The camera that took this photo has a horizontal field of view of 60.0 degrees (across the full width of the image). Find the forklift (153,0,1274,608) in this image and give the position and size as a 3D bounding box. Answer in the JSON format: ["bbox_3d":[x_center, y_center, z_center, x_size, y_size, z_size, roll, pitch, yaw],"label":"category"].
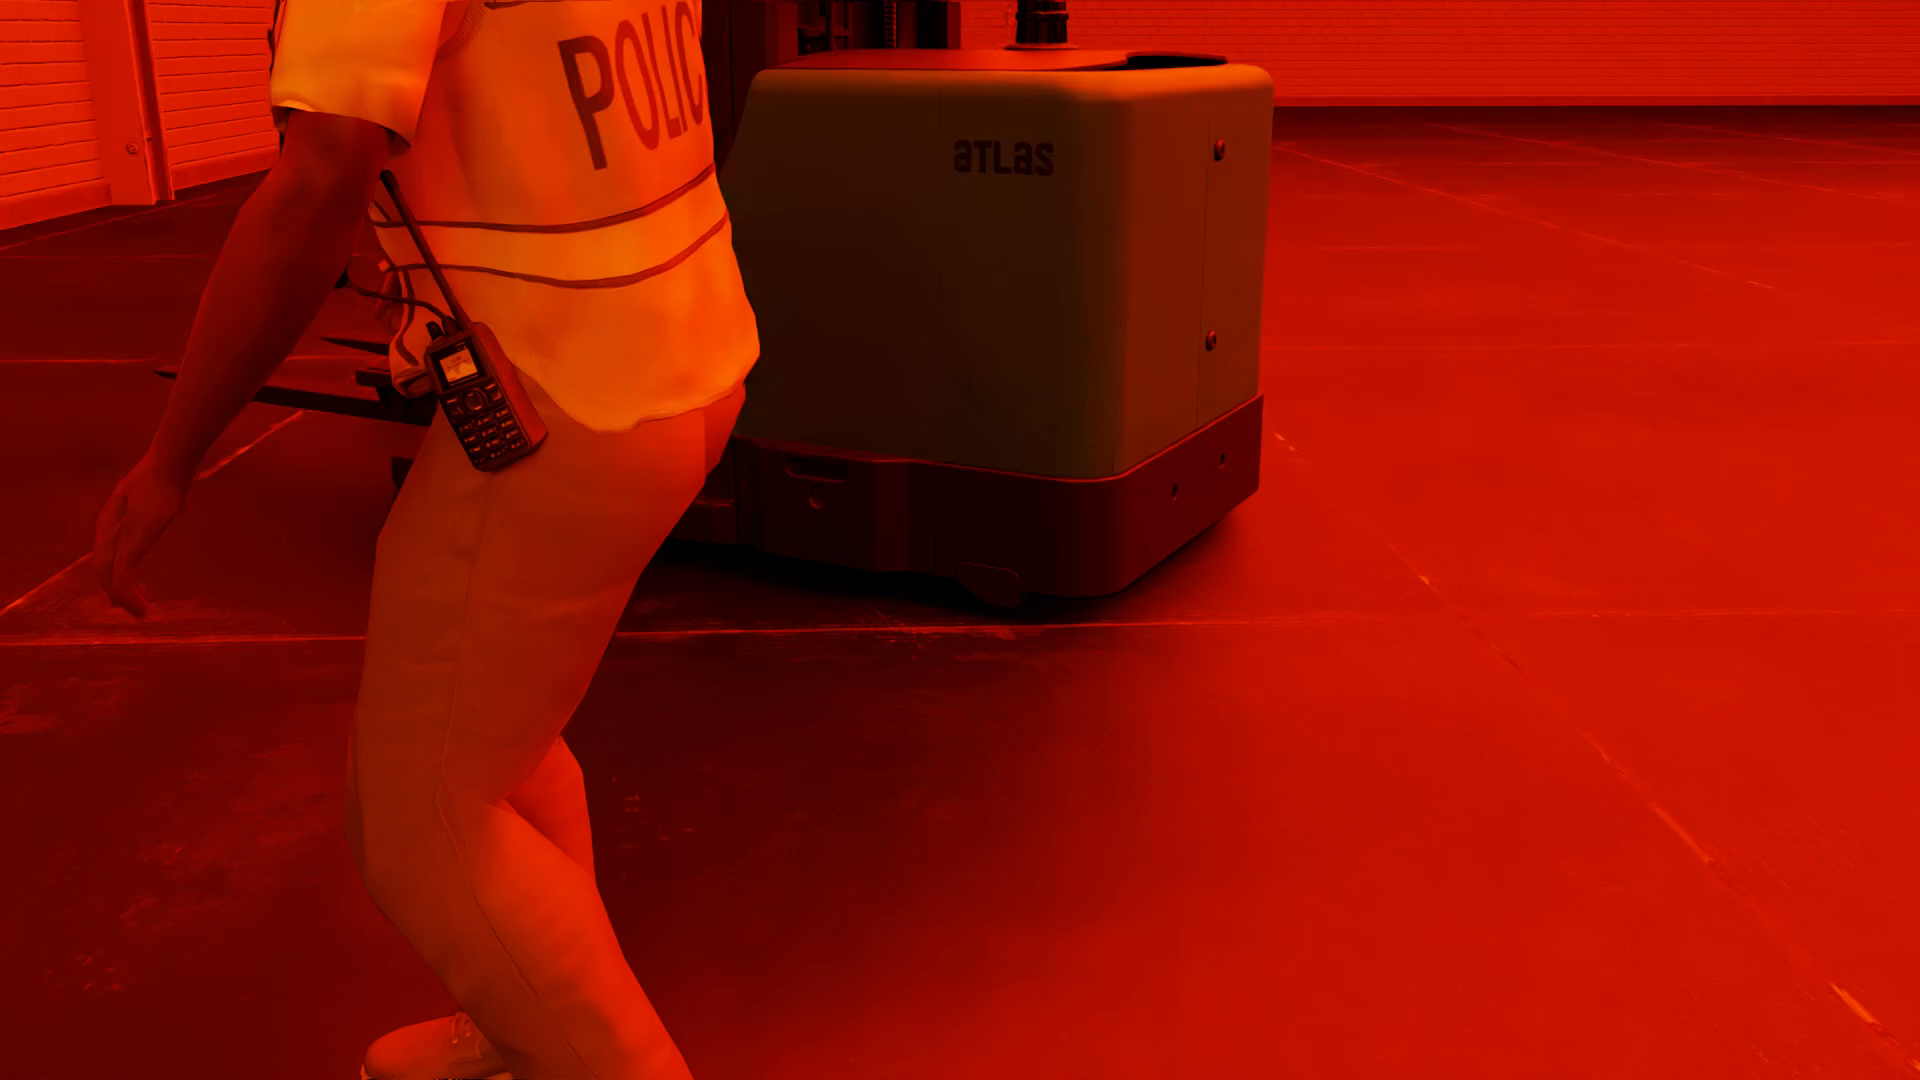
[{"bbox_3d":[-0.810,-1.550,3.976,3.031,2.935,1.130,9,19,27],"label":"forklift"}]

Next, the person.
[{"bbox_3d":[-0.448,-0.110,1.539,0.492,1.629,0.669,2,17,6],"label":"person"}]
